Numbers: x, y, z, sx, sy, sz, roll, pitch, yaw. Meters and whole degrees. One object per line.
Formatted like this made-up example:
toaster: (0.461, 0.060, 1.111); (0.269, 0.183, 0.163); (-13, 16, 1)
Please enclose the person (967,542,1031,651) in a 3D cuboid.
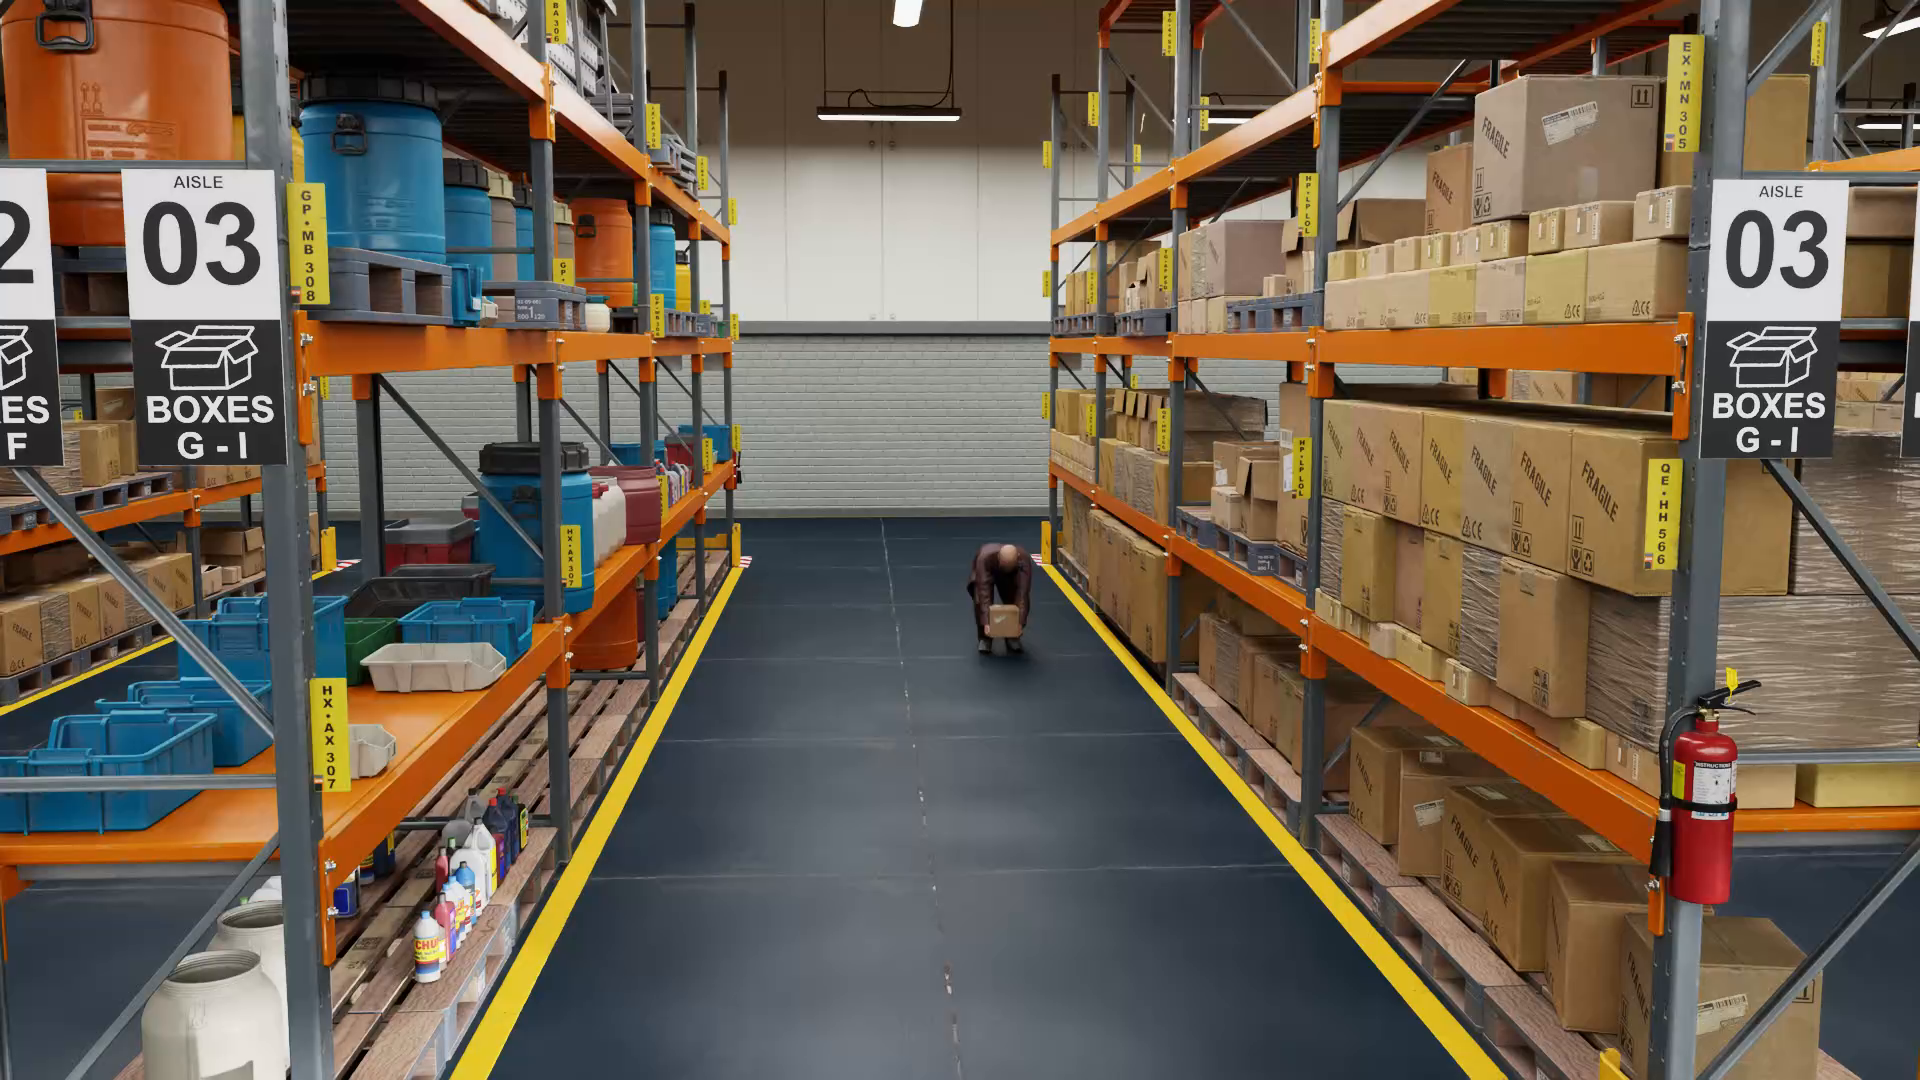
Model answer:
person: (0.362, 0.497, 14.844); (0.591, 1.013, 0.936); (-1, 7, -6)
